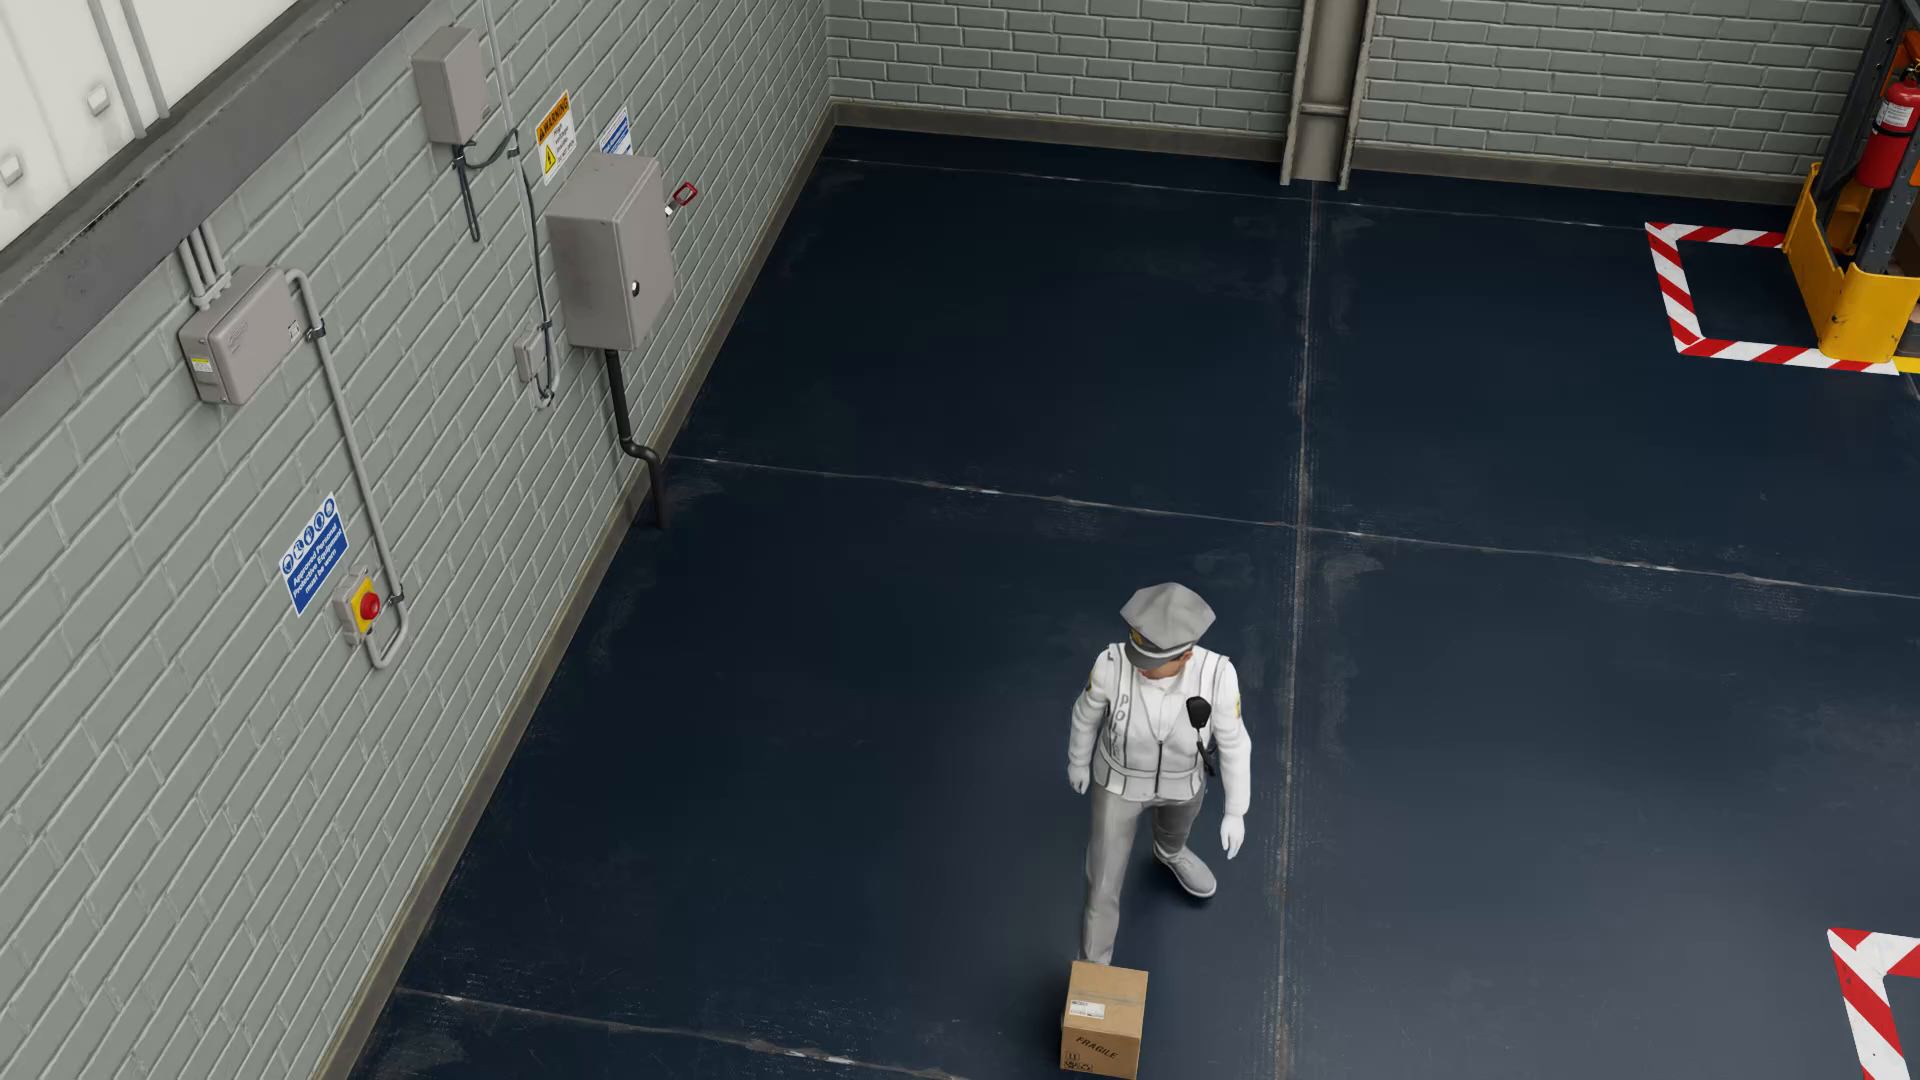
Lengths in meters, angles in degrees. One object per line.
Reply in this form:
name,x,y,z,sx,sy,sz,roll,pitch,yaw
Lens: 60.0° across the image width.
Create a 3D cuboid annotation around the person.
person,0.623,0.787,5.241,0.604,1.612,0.837,-2,41,-2
